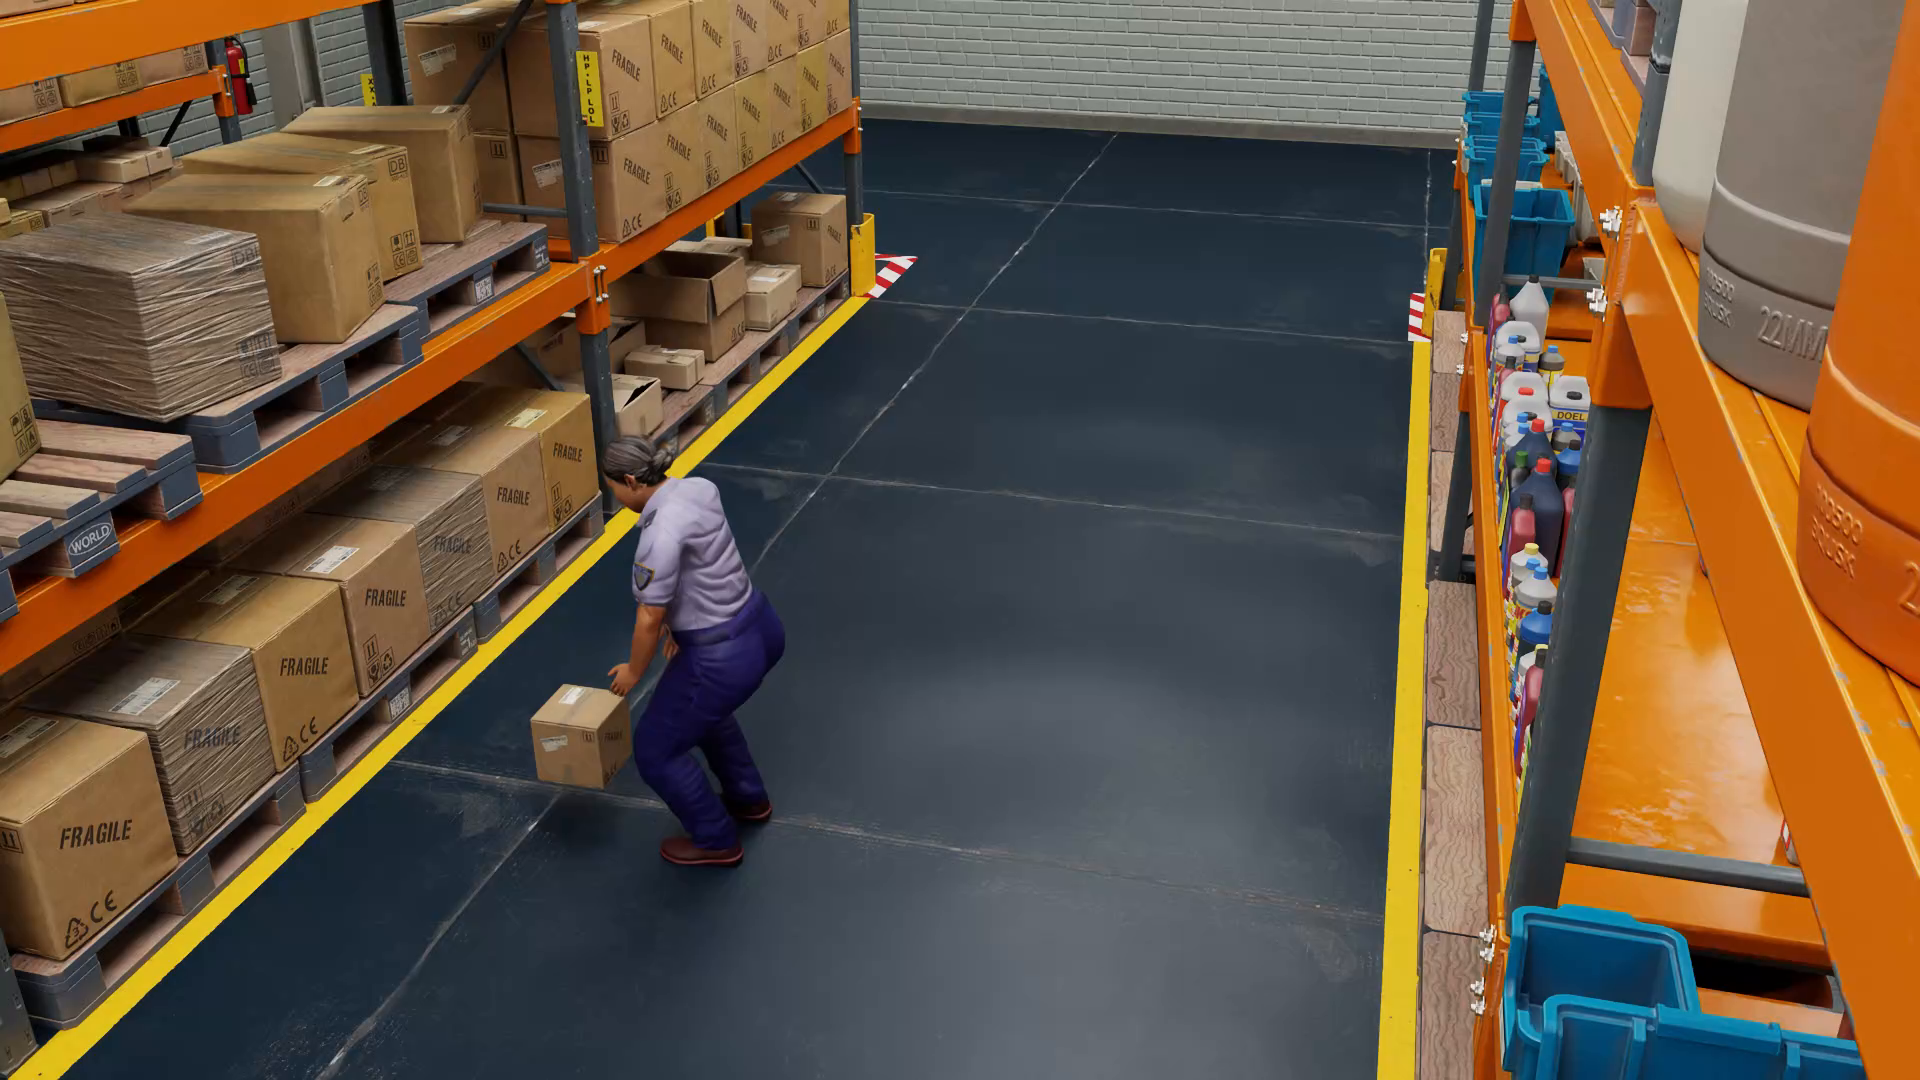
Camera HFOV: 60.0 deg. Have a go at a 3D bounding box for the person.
[{"bbox_3d":[-0.877,0.374,5.518,0.529,1.510,0.515,7,26,14],"label":"person"}]
